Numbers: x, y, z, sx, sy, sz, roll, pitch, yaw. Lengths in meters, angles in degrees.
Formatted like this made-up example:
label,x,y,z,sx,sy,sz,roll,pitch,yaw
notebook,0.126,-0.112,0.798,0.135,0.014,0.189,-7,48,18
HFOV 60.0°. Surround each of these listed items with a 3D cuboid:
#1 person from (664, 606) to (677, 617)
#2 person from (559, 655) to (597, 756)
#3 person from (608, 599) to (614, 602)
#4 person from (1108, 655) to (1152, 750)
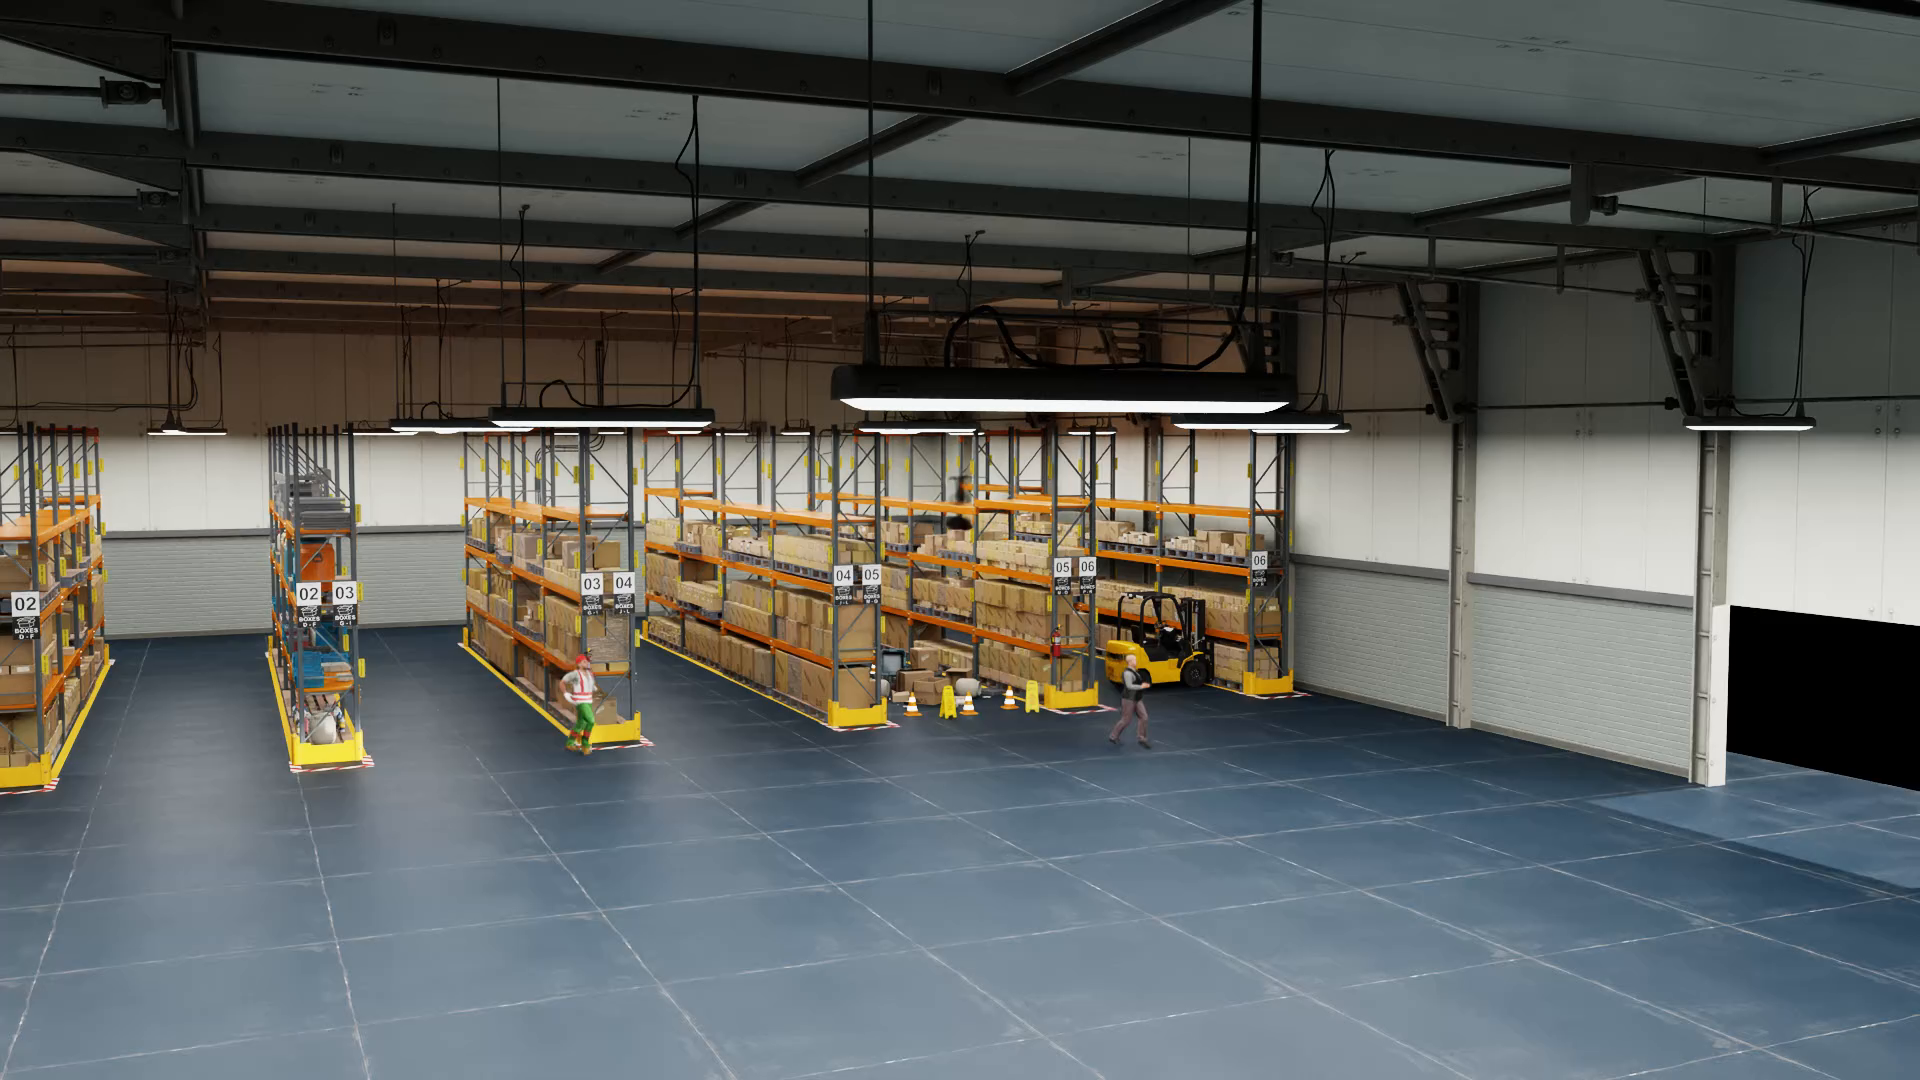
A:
label,x,y,z,sx,sy,sz,roll,pitch,yaw
person,-8.506,1.957,49.312,0.767,1.576,0.551,-2,4,-34
person,-6.869,3.002,30.211,0.664,1.830,0.686,1,4,17
person,-9.426,2.131,45.570,0.591,1.629,0.657,-2,4,-24
person,3.128,2.989,30.593,0.791,1.772,0.642,1,4,23
